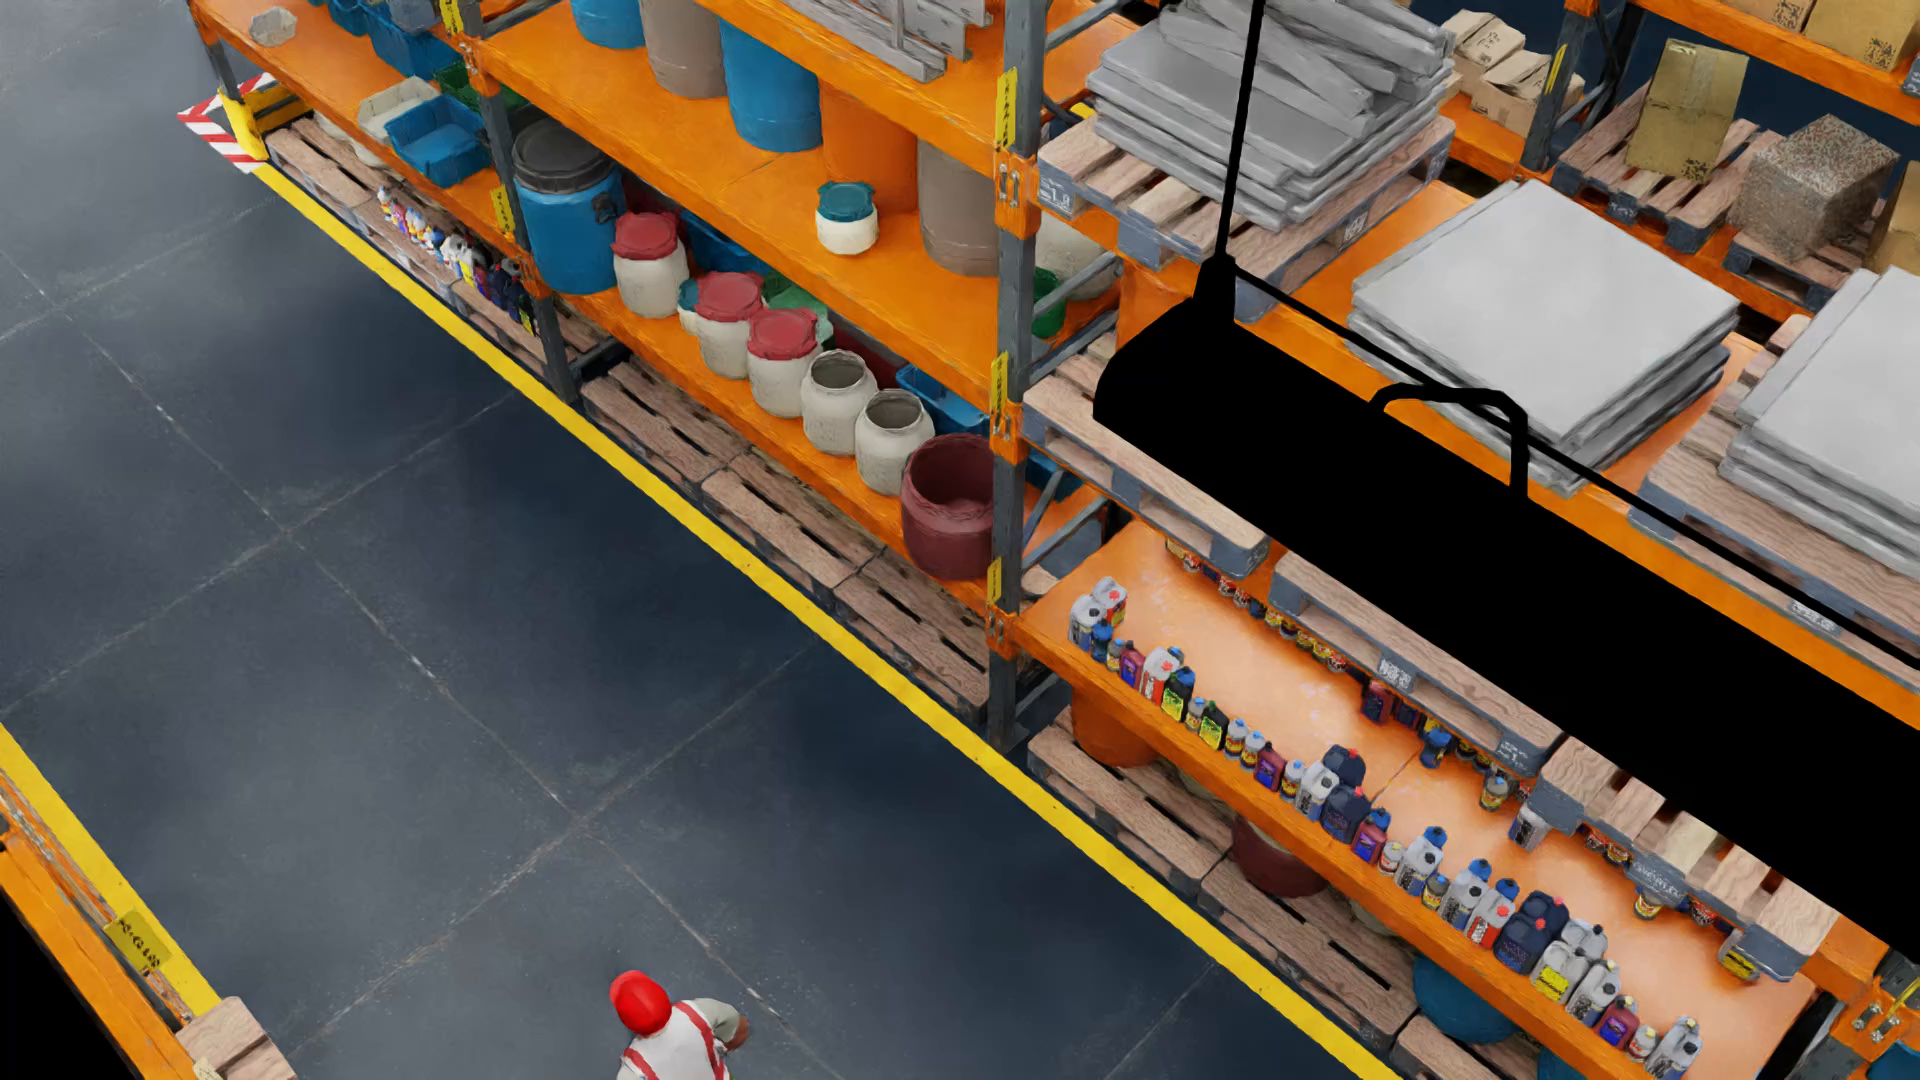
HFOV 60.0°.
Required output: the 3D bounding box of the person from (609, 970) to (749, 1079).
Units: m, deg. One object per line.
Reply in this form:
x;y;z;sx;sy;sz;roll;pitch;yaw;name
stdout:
-1.190;2.414;7.245;0.547;1.742;0.677;35;58;26;person
